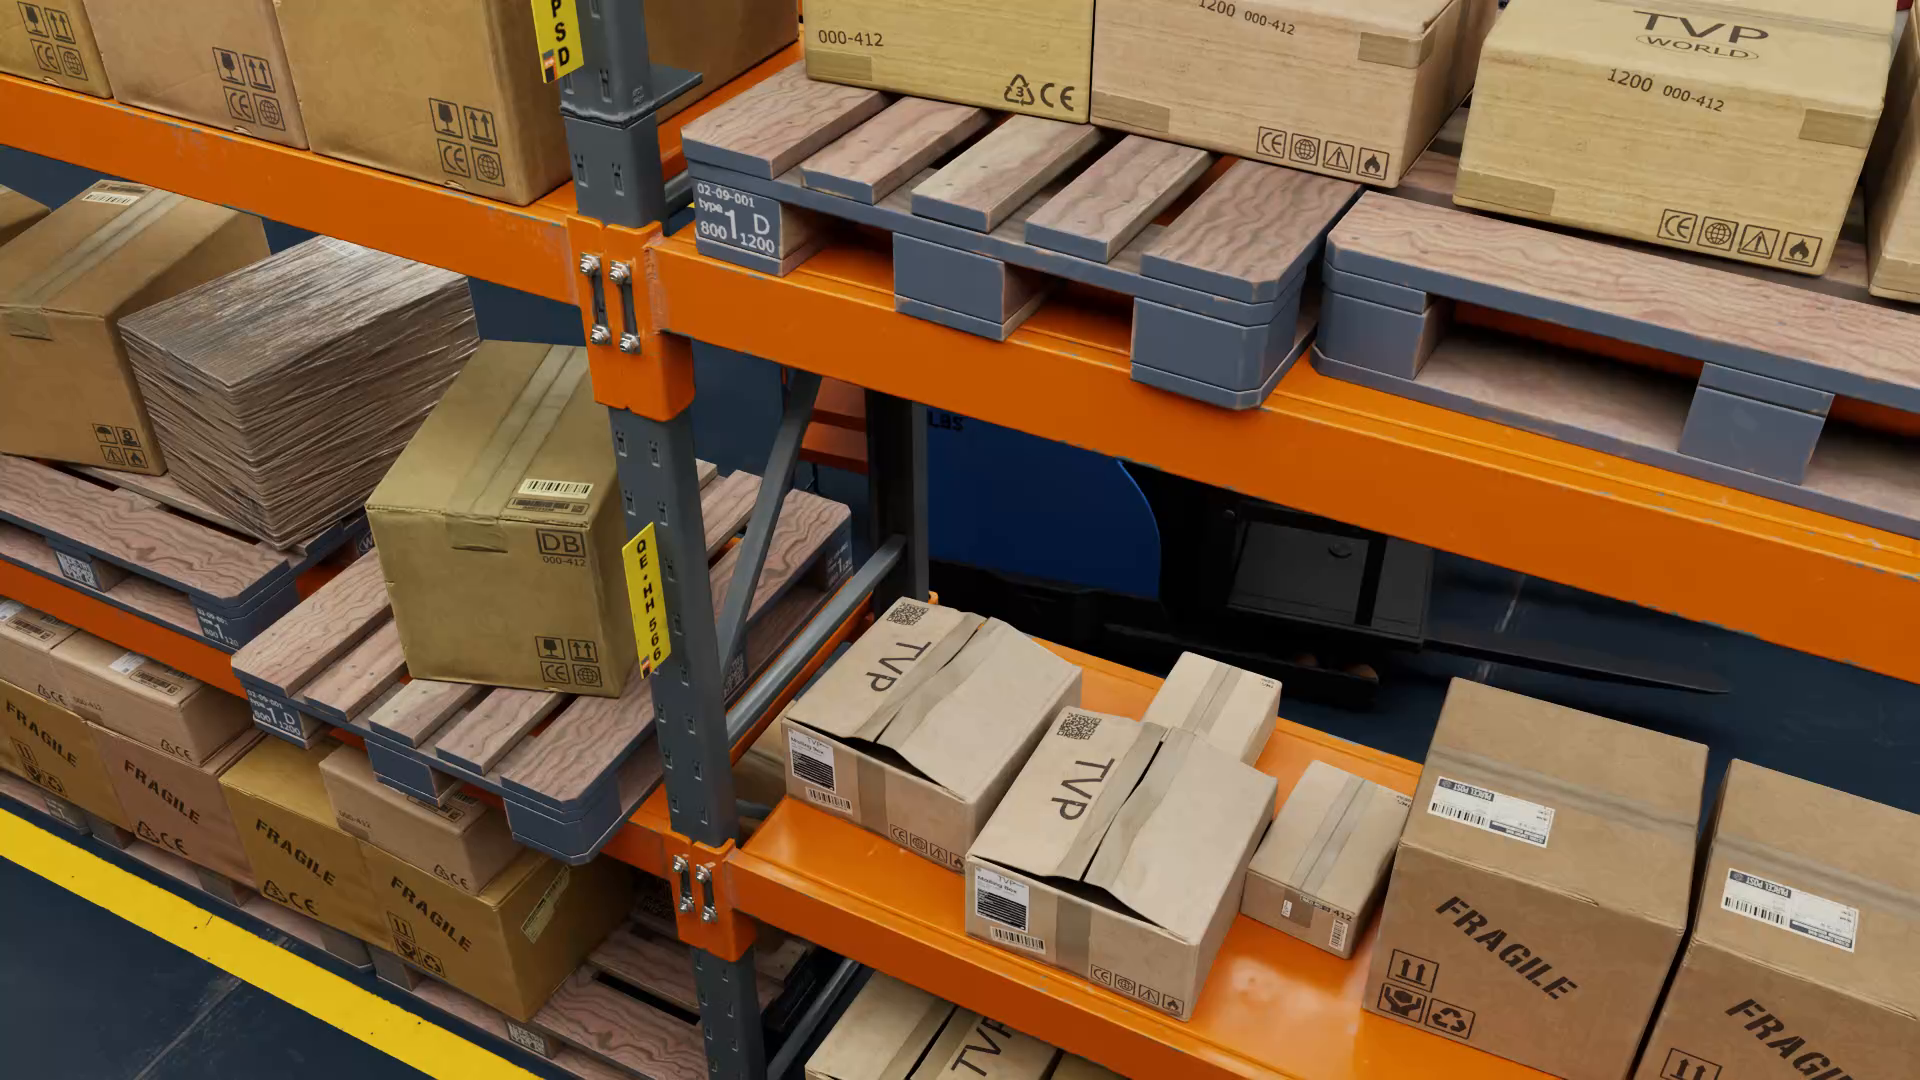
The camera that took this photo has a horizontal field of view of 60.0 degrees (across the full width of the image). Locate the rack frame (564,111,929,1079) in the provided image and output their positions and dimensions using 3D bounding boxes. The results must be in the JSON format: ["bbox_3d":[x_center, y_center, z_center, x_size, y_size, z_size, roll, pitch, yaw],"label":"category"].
[{"bbox_3d":[-0.362,0.255,3.933,0.127,3.000,1.000,17,41,21],"label":"rack frame"}]

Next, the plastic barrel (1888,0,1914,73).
[{"bbox_3d":[3.687,-2.053,6.861,0.433,0.535,0.433,0,37,0],"label":"plastic barrel"}]

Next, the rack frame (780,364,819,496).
[{"bbox_3d":[-0.642,-0.608,6.558,0.015,1.200,0.240,13,39,16],"label":"rack frame"}]

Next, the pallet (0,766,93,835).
[{"bbox_3d":[-3.174,0.460,5.970,1.213,0.211,1.003,17,41,21],"label":"pallet"}]

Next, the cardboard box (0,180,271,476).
[{"bbox_3d":[-2.316,-0.606,4.637,0.500,0.500,0.700,8,38,10],"label":"cardboard box"}]

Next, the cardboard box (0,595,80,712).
[{"bbox_3d":[-2.708,0.208,5.078,0.500,0.250,0.500,17,41,22],"label":"cardboard box"}]

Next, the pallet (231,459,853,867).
[{"bbox_3d":[-0.996,0.181,4.189,1.003,0.211,1.213,17,41,21],"label":"pallet"}]

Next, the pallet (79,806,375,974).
[{"bbox_3d":[-2.086,0.798,5.524,1.213,0.211,1.003,17,41,21],"label":"pallet"}]

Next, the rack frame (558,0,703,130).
[{"bbox_3d":[-0.362,-2.134,2.119,0.127,3.000,1.000,17,41,21],"label":"rack frame"}]

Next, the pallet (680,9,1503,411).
[{"bbox_3d":[0.282,-0.724,2.898,1.003,0.211,1.213,19,41,24],"label":"pallet"}]

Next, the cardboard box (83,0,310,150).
[{"bbox_3d":[-1.217,-1.224,3.318,0.500,0.500,0.910,17,41,21],"label":"cardboard box"}]

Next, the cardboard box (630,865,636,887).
[{"bbox_3d":[-1.102,0.653,5.112,0.500,0.500,0.500,16,40,20],"label":"cardboard box"}]

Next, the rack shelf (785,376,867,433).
[{"bbox_3d":[-0.414,-0.502,6.531,0.480,0.148,0.258,13,39,16],"label":"rack shelf"}]

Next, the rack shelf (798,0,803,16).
[{"bbox_3d":[0.144,-2.673,8.385,4.000,0.370,1.077,17,41,21],"label":"rack shelf"}]

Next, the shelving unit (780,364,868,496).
[{"bbox_3d":[-0.414,-0.556,6.490,0.503,1.200,0.258,13,39,16],"label":"shelving unit"}]

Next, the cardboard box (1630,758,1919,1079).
[{"bbox_3d":[1.603,0.820,3.107,0.500,0.500,0.500,17,41,22],"label":"cardboard box"}]

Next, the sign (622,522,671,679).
[{"bbox_3d":[-0.603,0.120,3.219,0.005,0.325,0.100,17,41,21],"label":"sign"}]

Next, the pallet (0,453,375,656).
[{"bbox_3d":[-2.091,-0.207,4.700,1.213,0.211,1.003,17,41,21],"label":"pallet"}]

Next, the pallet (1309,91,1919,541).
[{"bbox_3d":[1.277,-0.414,2.490,1.213,0.211,1.003,19,41,24],"label":"pallet"}]

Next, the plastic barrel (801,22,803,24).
[{"bbox_3d":[-0.528,-2.489,8.937,0.708,0.901,0.600,17,41,21],"label":"plastic barrel"}]

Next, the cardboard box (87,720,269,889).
[{"bbox_3d":[-2.228,0.655,5.110,0.500,0.500,0.500,16,40,20],"label":"cardboard box"}]

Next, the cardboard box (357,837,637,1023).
[{"bbox_3d":[-1.300,0.942,4.732,0.500,0.500,0.500,19,41,23],"label":"cardboard box"}]

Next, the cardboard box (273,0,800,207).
[{"bbox_3d":[-0.764,-1.083,3.132,0.500,0.500,0.910,17,41,21],"label":"cardboard box"}]

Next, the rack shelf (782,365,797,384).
[{"bbox_3d":[-0.414,-0.681,6.395,0.480,0.148,0.258,13,39,16],"label":"rack shelf"}]

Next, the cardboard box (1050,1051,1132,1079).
[{"bbox_3d":[0.439,1.405,3.882,0.500,0.311,0.500,16,40,20],"label":"cardboard box"}]

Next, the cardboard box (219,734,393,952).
[{"bbox_3d":[-1.759,0.798,4.922,0.500,0.500,0.500,16,40,20],"label":"cardboard box"}]

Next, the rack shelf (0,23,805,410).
[{"bbox_3d":[-2.138,-1.209,3.976,4.000,0.370,1.077,17,41,21],"label":"rack shelf"}]

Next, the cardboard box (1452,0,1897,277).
[{"bbox_3d":[1.044,-0.650,2.421,0.500,0.250,0.500,17,40,21],"label":"cardboard box"}]

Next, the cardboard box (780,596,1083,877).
[{"bbox_3d":[-0.059,0.415,3.796,0.500,0.311,0.500,20,42,24],"label":"cardboard box"}]

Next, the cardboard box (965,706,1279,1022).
[{"bbox_3d":[0.344,0.643,3.495,0.500,0.311,0.500,17,40,21],"label":"cardboard box"}]

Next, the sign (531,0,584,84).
[{"bbox_3d":[-0.613,-0.855,2.487,0.005,0.325,0.100,17,41,21],"label":"sign"}]

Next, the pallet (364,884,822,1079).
[{"bbox_3d":[-1.007,1.138,5.076,1.213,0.211,1.003,17,41,21],"label":"pallet"}]

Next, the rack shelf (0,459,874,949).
[{"bbox_3d":[-2.138,-0.014,4.883,4.000,0.370,1.077,17,41,21],"label":"rack shelf"}]

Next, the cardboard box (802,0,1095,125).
[{"bbox_3d":[0.067,-0.951,2.818,0.500,0.250,0.500,14,40,18],"label":"cardboard box"}]

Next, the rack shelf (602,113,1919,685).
[{"bbox_3d":[1.414,-0.097,2.511,4.000,0.370,1.077,17,41,21],"label":"rack shelf"}]

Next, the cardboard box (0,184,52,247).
[{"bbox_3d":[-2.956,-0.655,4.702,0.500,0.500,0.700,24,43,28],"label":"cardboard box"}]

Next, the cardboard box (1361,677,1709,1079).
[{"bbox_3d":[1.136,0.673,3.299,0.500,0.500,0.500,15,40,19],"label":"cardboard box"}]

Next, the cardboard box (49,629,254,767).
[{"bbox_3d":[-2.262,0.347,4.895,0.500,0.250,0.500,17,40,21],"label":"cardboard box"}]

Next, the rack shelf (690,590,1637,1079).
[{"bbox_3d":[1.414,1.098,3.418,4.000,0.370,1.077,17,41,21],"label":"rack shelf"}]

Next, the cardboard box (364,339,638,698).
[{"bbox_3d":[-0.973,-0.066,3.927,0.500,0.500,0.700,5,37,6],"label":"cardboard box"}]

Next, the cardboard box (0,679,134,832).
[{"bbox_3d":[-2.677,0.514,5.295,0.500,0.500,0.500,18,41,22],"label":"cardboard box"}]

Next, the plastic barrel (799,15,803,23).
[{"bbox_3d":[-1.157,-2.686,9.196,0.708,0.901,0.600,17,41,21],"label":"plastic barrel"}]

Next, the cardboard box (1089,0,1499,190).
[{"bbox_3d":[0.541,-0.815,2.639,0.500,0.250,0.500,18,41,23],"label":"cardboard box"}]

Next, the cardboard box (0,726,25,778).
[{"bbox_3d":[-3.117,0.371,5.484,0.500,0.500,0.500,18,41,22],"label":"cardboard box"}]

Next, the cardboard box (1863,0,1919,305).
[{"bbox_3d":[1.521,-0.499,2.223,0.500,0.250,0.500,14,39,18],"label":"cardboard box"}]

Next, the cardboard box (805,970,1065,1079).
[{"bbox_3d":[-0.032,1.263,4.068,0.500,0.311,0.500,19,41,23],"label":"cardboard box"}]

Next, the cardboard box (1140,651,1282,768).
[{"bbox_3d":[0.564,0.457,3.875,0.250,0.149,0.380,17,41,21],"label":"cardboard box"}]

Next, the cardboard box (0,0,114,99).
[{"bbox_3d":[-1.679,-1.369,3.509,0.500,0.500,0.910,17,41,21],"label":"cardboard box"}]

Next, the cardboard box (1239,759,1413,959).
[{"bbox_3d":[0.797,0.680,3.581,0.250,0.149,0.380,20,42,25],"label":"cardboard box"}]

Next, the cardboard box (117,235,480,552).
[{"bbox_3d":[-1.697,-0.423,4.397,0.500,0.500,0.700,26,44,30],"label":"cardboard box"}]

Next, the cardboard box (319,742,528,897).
[{"bbox_3d":[-1.352,0.630,4.523,0.500,0.250,0.500,19,41,23],"label":"cardboard box"}]

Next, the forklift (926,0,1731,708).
[{"bbox_3d":[1.288,-0.925,5.545,3.031,2.935,1.130,10,38,13],"label":"forklift"}]

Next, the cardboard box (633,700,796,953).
[{"bbox_3d":[-0.634,0.796,4.924,0.500,0.500,0.500,19,41,23],"label":"cardboard box"}]

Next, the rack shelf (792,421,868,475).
[{"bbox_3d":[-0.414,-0.344,6.651,0.480,0.148,0.258,13,39,16],"label":"rack shelf"}]
